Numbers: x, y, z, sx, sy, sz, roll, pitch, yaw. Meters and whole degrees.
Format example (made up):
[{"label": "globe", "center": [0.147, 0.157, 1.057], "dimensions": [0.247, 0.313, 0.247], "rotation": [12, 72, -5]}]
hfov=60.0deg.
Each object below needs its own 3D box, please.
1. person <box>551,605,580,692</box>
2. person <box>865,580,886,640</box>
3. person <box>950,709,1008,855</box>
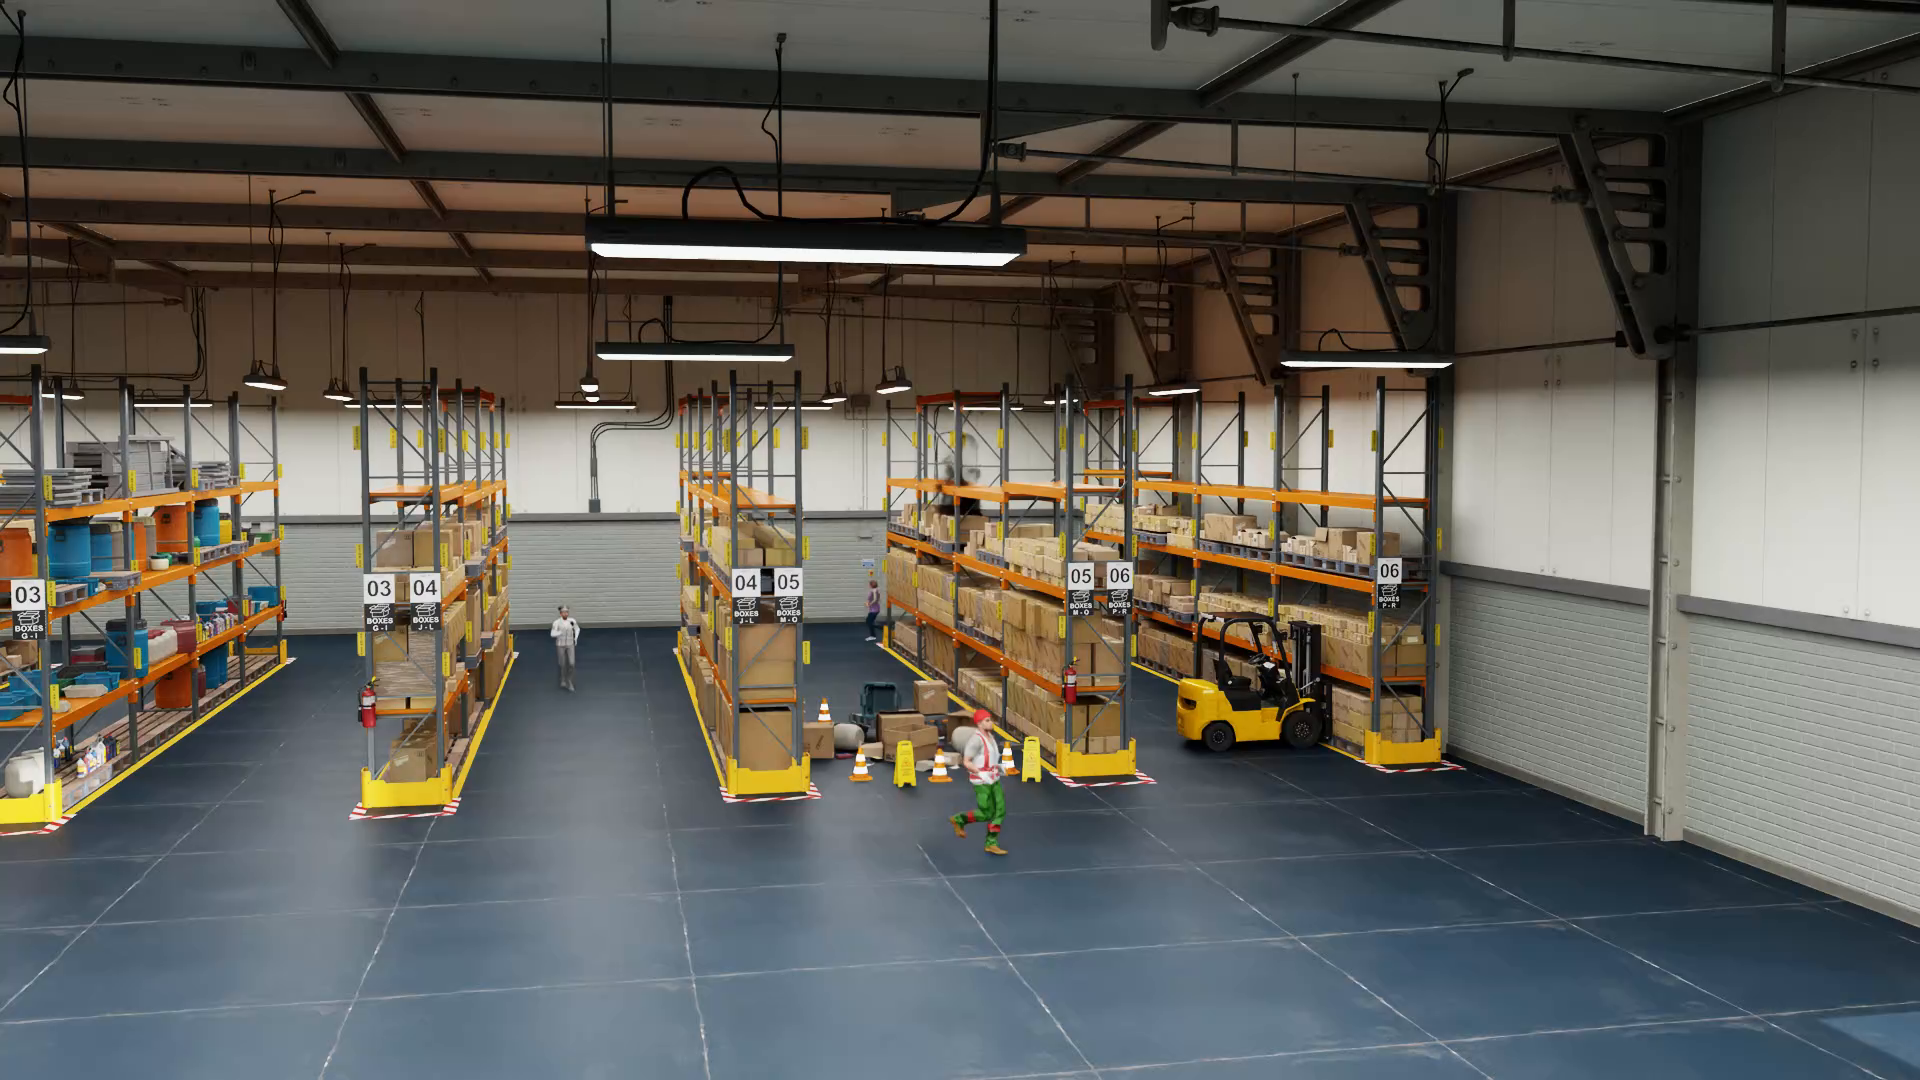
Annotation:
[{"label": "person", "center": [-7.920, 2.169, 33.401], "dimensions": [0.591, 1.752, 0.705], "rotation": [-1, 4, -19]}, {"label": "person", "center": [-2.090, 1.767, 41.674], "dimensions": [0.611, 1.554, 0.580], "rotation": [0, 3, 5]}, {"label": "person", "center": [0.258, 2.931, 20.247], "dimensions": [0.744, 1.759, 0.655], "rotation": [2, 4, 30]}]
